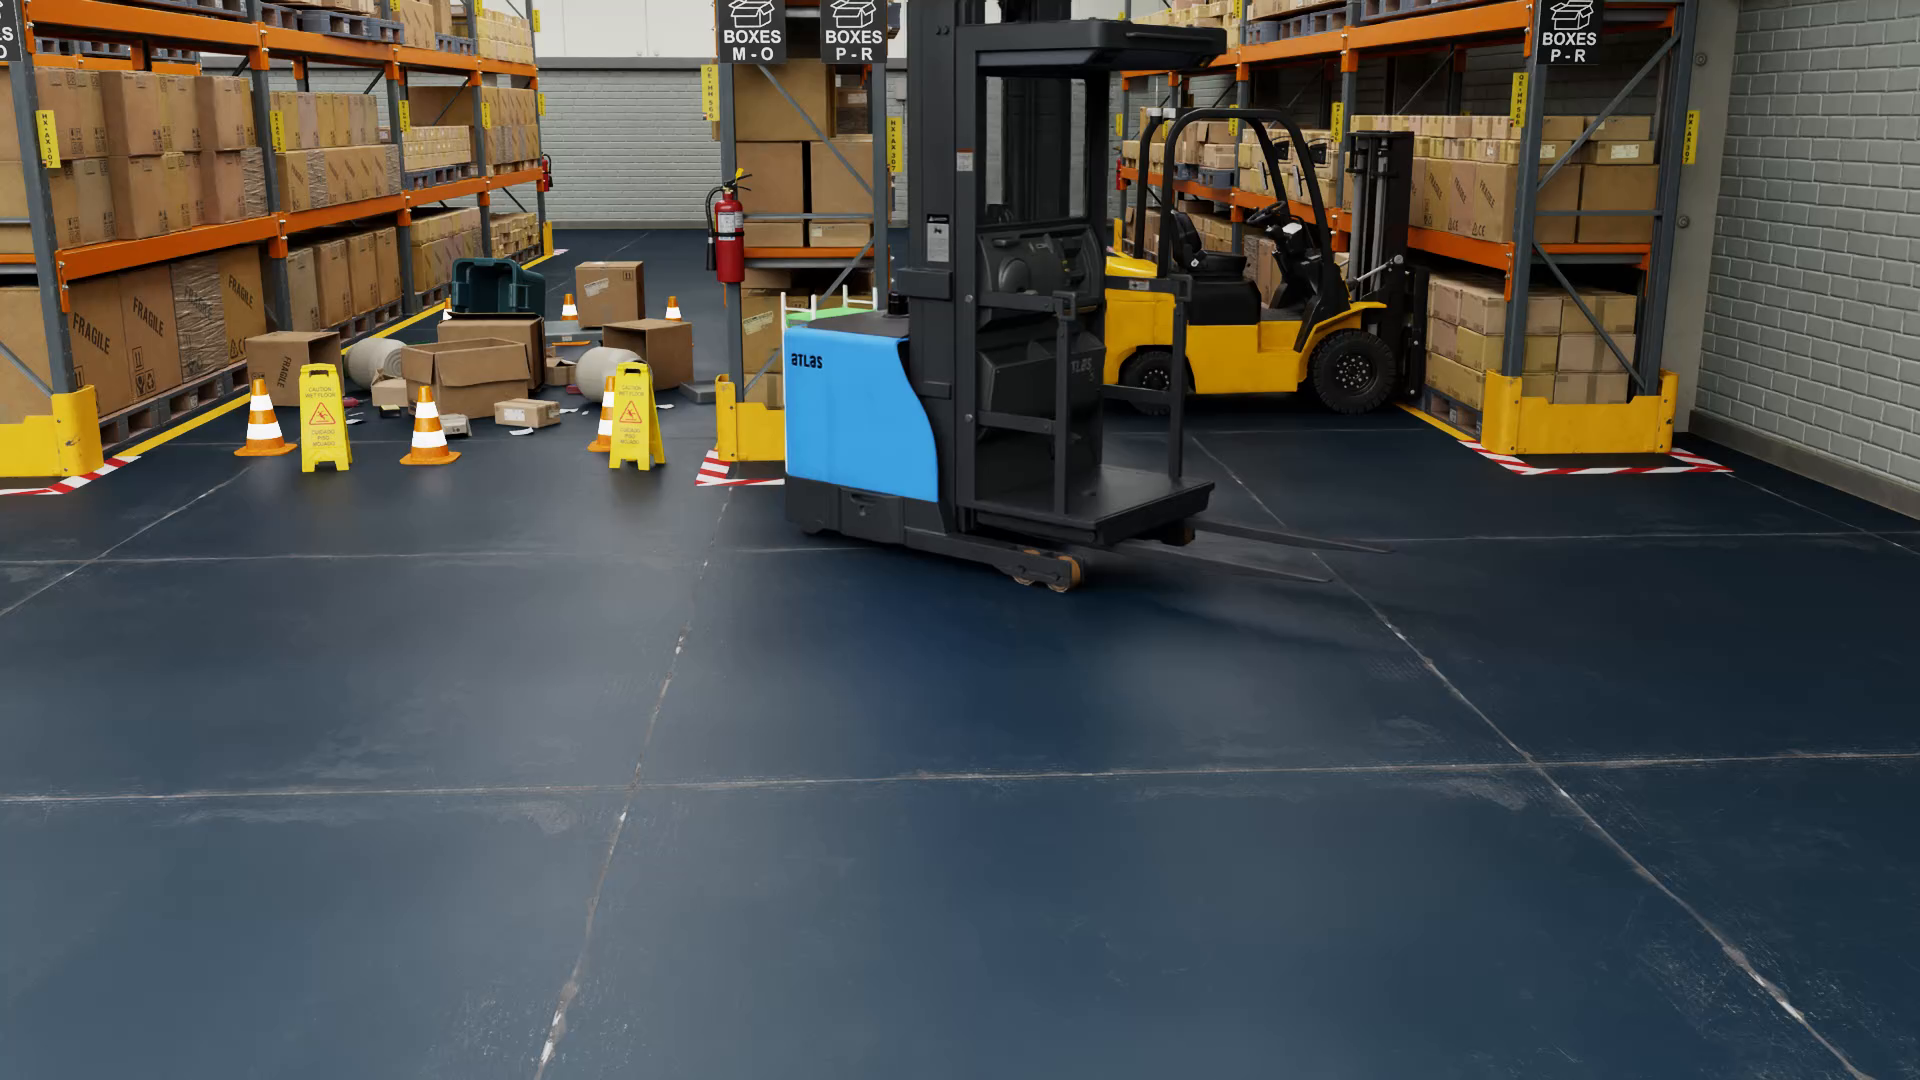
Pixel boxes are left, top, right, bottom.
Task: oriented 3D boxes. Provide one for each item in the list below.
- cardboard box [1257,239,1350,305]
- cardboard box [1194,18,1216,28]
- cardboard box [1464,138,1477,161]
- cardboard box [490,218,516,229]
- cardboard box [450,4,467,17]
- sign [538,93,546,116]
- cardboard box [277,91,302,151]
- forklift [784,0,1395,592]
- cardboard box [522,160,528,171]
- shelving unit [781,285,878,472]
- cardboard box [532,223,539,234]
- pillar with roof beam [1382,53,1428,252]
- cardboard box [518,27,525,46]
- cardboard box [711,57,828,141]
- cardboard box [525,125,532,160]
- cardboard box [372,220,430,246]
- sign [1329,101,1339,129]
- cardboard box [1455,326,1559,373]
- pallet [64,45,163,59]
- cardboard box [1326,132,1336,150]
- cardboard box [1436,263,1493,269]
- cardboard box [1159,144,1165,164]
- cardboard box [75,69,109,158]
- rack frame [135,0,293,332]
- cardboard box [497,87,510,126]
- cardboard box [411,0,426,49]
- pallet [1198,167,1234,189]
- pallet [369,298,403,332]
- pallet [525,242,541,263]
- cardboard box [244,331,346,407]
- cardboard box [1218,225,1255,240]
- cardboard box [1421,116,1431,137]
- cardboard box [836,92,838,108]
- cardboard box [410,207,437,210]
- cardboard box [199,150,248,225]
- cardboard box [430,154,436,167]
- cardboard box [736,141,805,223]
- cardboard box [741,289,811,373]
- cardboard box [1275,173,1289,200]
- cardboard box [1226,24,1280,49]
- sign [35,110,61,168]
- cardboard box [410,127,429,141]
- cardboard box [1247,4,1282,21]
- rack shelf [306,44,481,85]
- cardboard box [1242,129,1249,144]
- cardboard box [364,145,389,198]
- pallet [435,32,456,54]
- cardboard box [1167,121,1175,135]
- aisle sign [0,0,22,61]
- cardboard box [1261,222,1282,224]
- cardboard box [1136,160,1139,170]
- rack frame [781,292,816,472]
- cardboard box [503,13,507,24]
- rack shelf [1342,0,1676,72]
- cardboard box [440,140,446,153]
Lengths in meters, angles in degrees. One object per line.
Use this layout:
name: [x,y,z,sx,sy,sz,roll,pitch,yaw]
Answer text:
cardboard box: [3.587,-2.781,17.238,0.875,0.625,0.625,0,14,-2]
cardboard box: [3.008,-6.161,19.891,0.380,0.149,0.250,-1,14,-2]
cardboard box: [3.704,-2.691,11.461,0.380,0.149,0.250,-1,14,-4]
cardboard box: [-6.553,-4.514,23.737,0.380,0.149,0.250,-1,14,-5]
cardboard box: [-6.399,-6.752,21.228,0.380,0.149,0.250,-1,14,-4]
sign: [-6.315,-6.573,25.096,0.100,0.325,0.005,-1,14,-3]
cardboard box: [-6.197,-3.655,14.506,0.700,0.500,0.500,-1,14,-4]
forklift: [0.558,-1.329,7.809,3.031,2.935,1.130,11,18,37]
cardboard box: [-6.520,-5.470,24.269,0.380,0.149,0.250,0,14,-2]
shelving unit: [-0.700,-0.762,9.081,0.258,1.200,0.503,11,18,37]
cardboard box: [-6.553,-4.696,25.039,0.380,0.149,0.250,-1,14,-5]
pillar with roof beam: [0.197,-6.574,16.017,9.100,9.000,0.400,-1,14,-3]
cardboard box: [-6.555,-7.240,23.924,0.500,0.250,0.500,-1,14,-5]
cardboard box: [-1.194,-2.779,10.501,0.700,0.500,0.500,-1,14,-5]
cardboard box: [-6.559,-5.812,24.299,0.500,0.500,0.500,-1,14,-4]
cardboard box: [-6.176,-3.397,18.380,0.500,0.250,0.500,-2,15,-6]
sign: [4.067,-4.615,18.121,0.100,0.325,0.005,-1,14,-3]
cardboard box: [3.667,-1.286,11.176,0.500,0.250,0.500,-1,14,-4]
pallet: [-11.692,-6.726,22.805,1.003,0.211,1.213,-1,14,-3]
cardboard box: [3.485,-3.559,14.835,0.380,0.149,0.250,-1,14,-4]
cardboard box: [4.049,-2.035,13.086,0.500,0.250,0.500,-1,14,-3]
cardboard box: [2.991,-5.234,22.555,0.500,0.250,0.500,-1,14,-2]
cardboard box: [-5.989,-2.700,10.534,0.875,0.550,0.550,-1,14,-3]
rack frame: [-6.127,-2.871,13.667,1.000,3.000,0.127,-1,14,-3]
cardboard box: [-6.455,-5.908,22.665,0.500,0.500,0.500,-1,14,-3]
cardboard box: [-6.182,-5.638,18.198,0.500,0.500,0.500,-1,14,-3]
pallet: [3.402,-4.120,18.904,1.213,0.211,1.003,-1,14,-3]
pallet: [-6.401,-2.319,17.114,1.003,0.211,1.213,-1,14,-3]
pallet: [-6.850,-4.284,24.752,1.003,0.211,1.213,-1,14,-3]
cardboard box: [-5.006,-1.292,12.539,0.500,0.500,0.500,2,15,6]
cardboard box: [3.182,-3.539,19.132,0.380,0.149,0.250,-2,15,-6]
cardboard box: [3.677,-3.092,12.426,0.380,0.149,0.250,-1,14,-3]
cardboard box: [-1.039,-4.074,15.398,0.380,0.149,0.250,0,14,0]
cardboard box: [-6.840,-4.029,20.835,0.500,0.250,0.500,-2,15,-6]
cardboard box: [-6.035,-2.716,12.762,0.875,0.550,0.550,-1,14,-3]
cardboard box: [-6.285,-4.392,19.238,0.380,0.149,0.250,-1,14,-3]
cardboard box: [-1.253,-2.301,10.653,0.500,0.500,0.500,-1,14,-4]
cardboard box: [-1.254,-1.408,11.150,0.500,0.500,0.500,-1,14,-3]
cardboard box: [3.393,-3.476,16.319,0.500,0.250,0.500,0,14,-2]
cardboard box: [3.240,-5.549,18.356,0.500,0.250,0.500,-1,14,-5]
sign: [-5.325,-2.341,9.710,0.100,0.325,0.005,-1,14,-3]
cardboard box: [-6.274,-4.615,18.911,0.380,0.149,0.250,0,14,-1]
cardboard box: [3.232,-5.545,17.464,0.380,0.166,0.250,-1,14,-4]
rack shelf: [-6.498,-5.468,19.182,1.077,0.370,4.000,-1,14,-3]
cardboard box: [3.240,-4.324,17.810,0.380,0.149,0.250,0,14,-2]
cardboard box: [-6.049,-3.683,16.619,0.500,0.500,0.500,-1,14,-3]
pallet: [-6.623,-5.810,19.444,1.213,0.211,1.003,-1,14,-3]
cardboard box: [3.073,-5.168,21.550,0.700,0.500,0.500,-1,14,-2]
aisle sign: [-5.575,-3.123,9.426,0.394,0.787,0.004,-1,14,-3]
cardboard box: [3.783,-3.683,19.692,0.380,0.149,0.250,-2,15,-6]
cardboard box: [2.795,-5.506,24.411,0.380,0.149,0.250,-1,14,-5]
rack frame: [-0.851,-0.715,8.896,0.240,1.200,0.015,11,18,37]
cardboard box: [-6.483,-7.210,23.006,0.380,0.149,0.250,-1,14,-5]
rack shelf: [3.885,-3.657,12.145,1.077,0.370,4.000,-1,14,-3]
cardboard box: [-6.315,-4.663,19.695,0.380,0.149,0.250,-1,14,-3]
